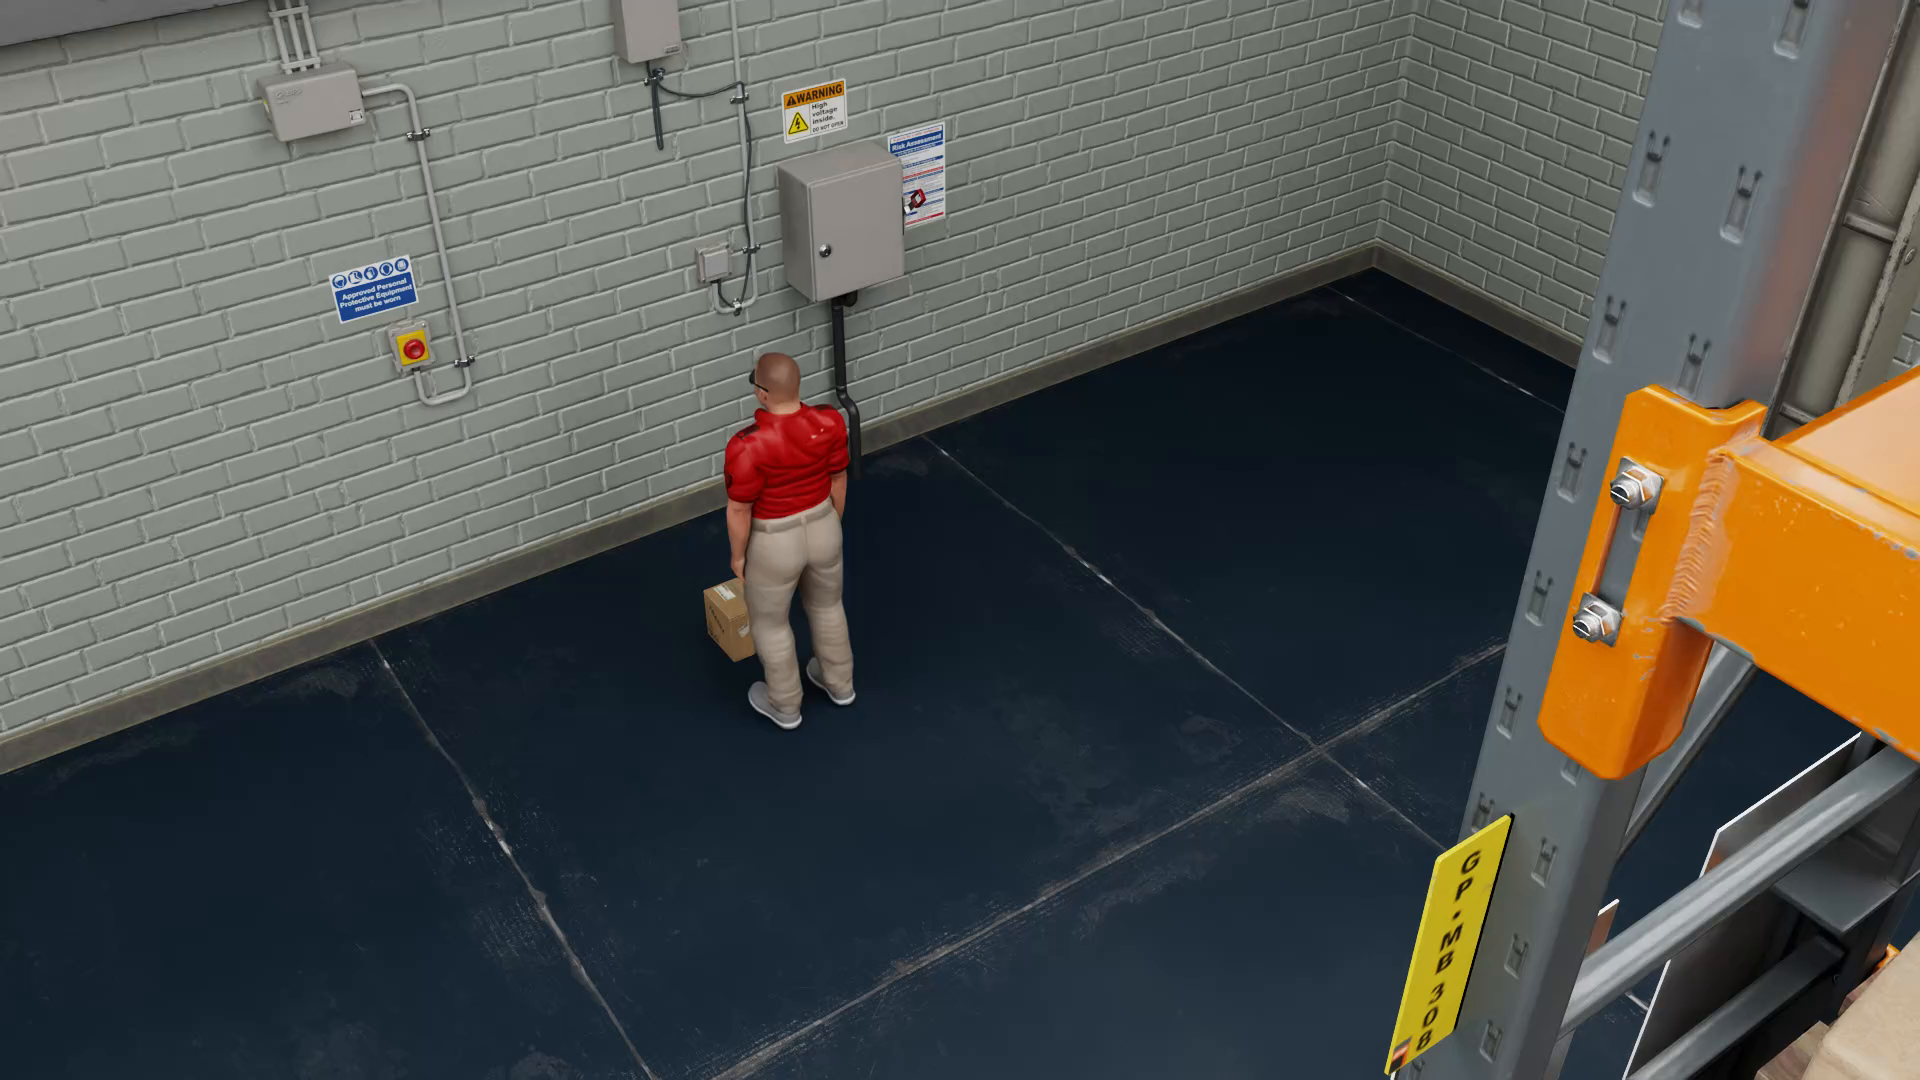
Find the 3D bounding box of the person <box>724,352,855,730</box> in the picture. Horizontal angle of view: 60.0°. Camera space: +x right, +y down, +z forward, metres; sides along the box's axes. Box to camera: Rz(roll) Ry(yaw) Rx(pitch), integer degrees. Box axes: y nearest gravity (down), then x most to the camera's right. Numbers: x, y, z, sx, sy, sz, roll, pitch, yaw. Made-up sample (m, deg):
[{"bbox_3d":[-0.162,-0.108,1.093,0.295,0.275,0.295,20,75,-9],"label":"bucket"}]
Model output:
[{"bbox_3d":[-0.702,-0.008,6.678,0.526,1.723,0.361,-21,41,-27],"label":"person"}]
